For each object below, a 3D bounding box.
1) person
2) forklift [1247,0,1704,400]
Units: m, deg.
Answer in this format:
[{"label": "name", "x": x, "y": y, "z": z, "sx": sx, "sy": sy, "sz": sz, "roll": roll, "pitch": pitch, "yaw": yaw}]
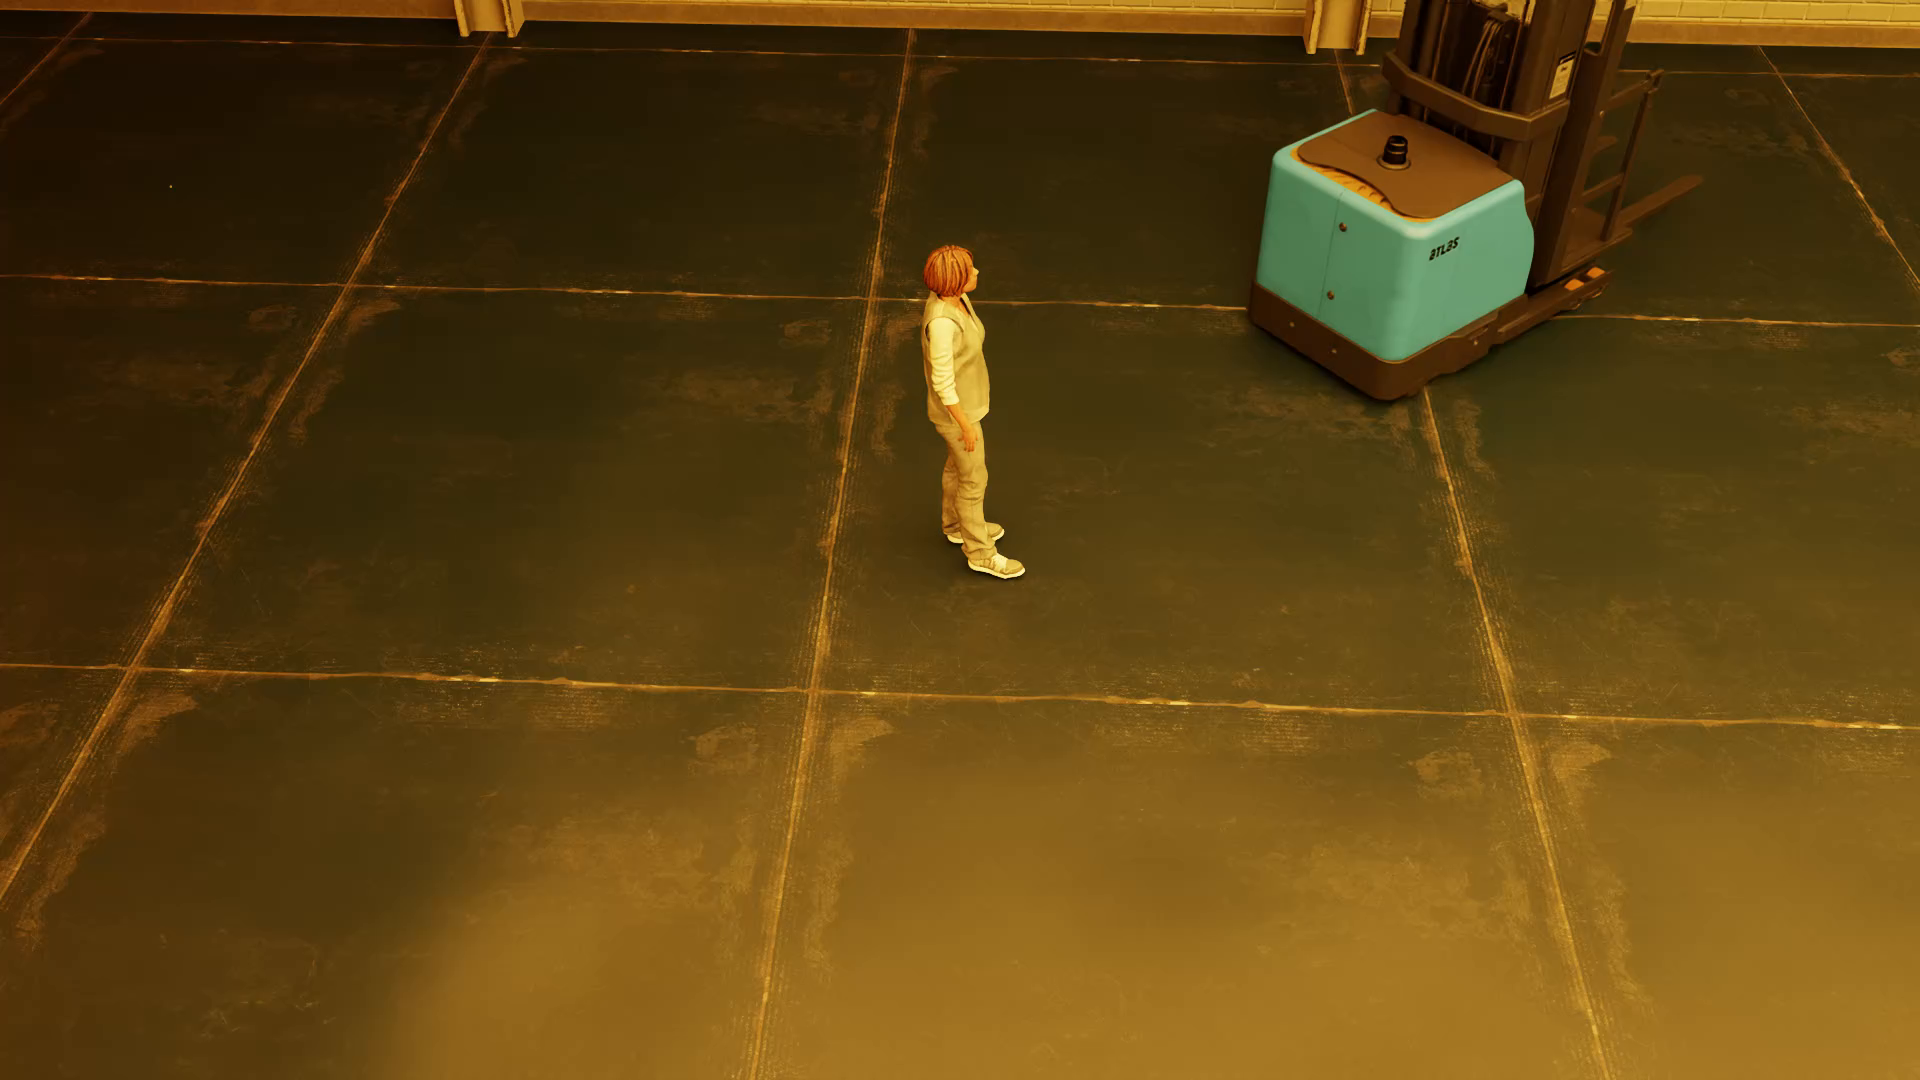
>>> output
[{"label": "person", "x": 0.074, "y": -0.584, "z": 7.360, "sx": 0.473, "sy": 1.599, "sz": 0.521, "roll": 2, "pitch": 42, "yaw": 2}, {"label": "forklift", "x": 3.058, "y": -2.630, "z": 8.624, "sx": 3.031, "sy": 2.935, "sz": 1.130, "roll": -28, "pitch": 49, "yaw": -27}]
